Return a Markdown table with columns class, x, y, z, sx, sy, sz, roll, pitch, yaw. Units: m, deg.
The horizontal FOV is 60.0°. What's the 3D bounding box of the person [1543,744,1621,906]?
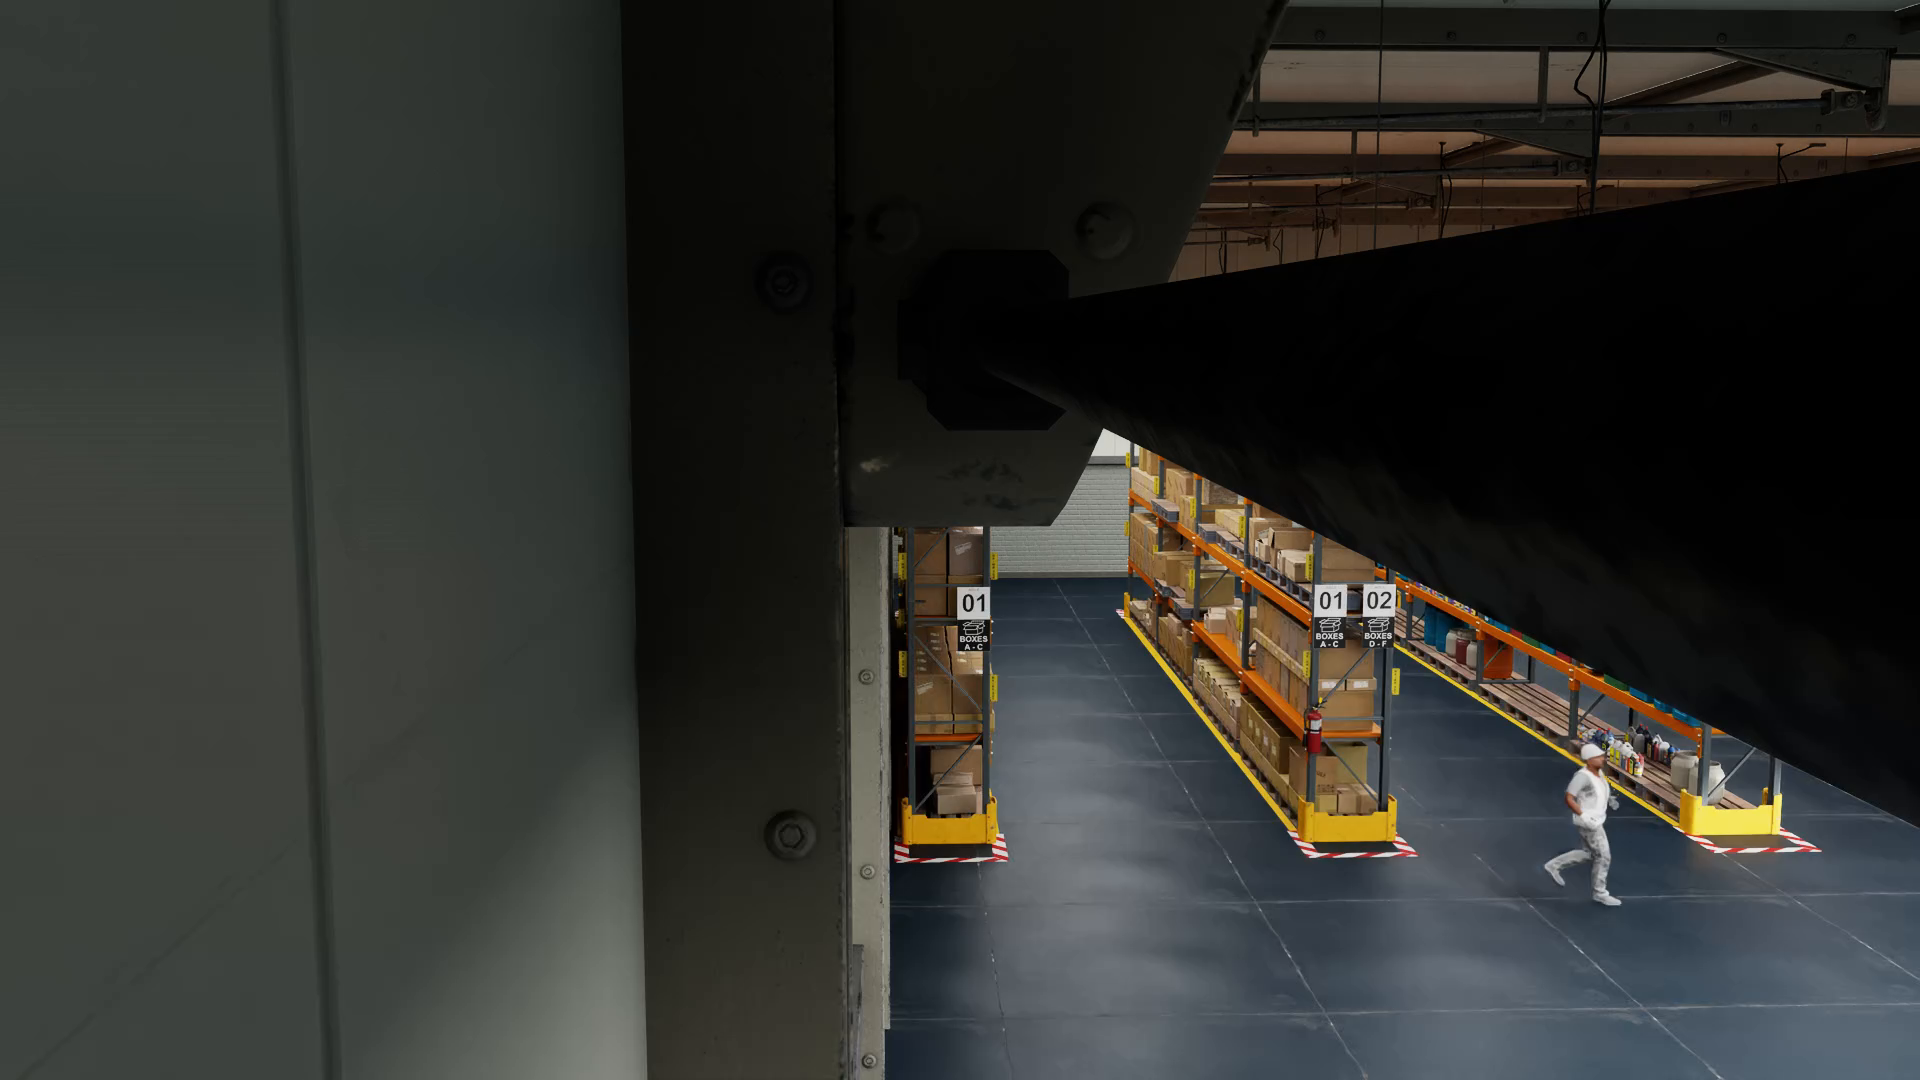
| class | x | y | z | sx | sy | sz | roll | pitch | yaw |
| --- | --- | --- | --- | --- | --- | --- | --- | --- | --- |
| person | 6.919 | 3.114 | 18.393 | 0.837 | 1.779 | 0.673 | 4 | 8 | 29 |
